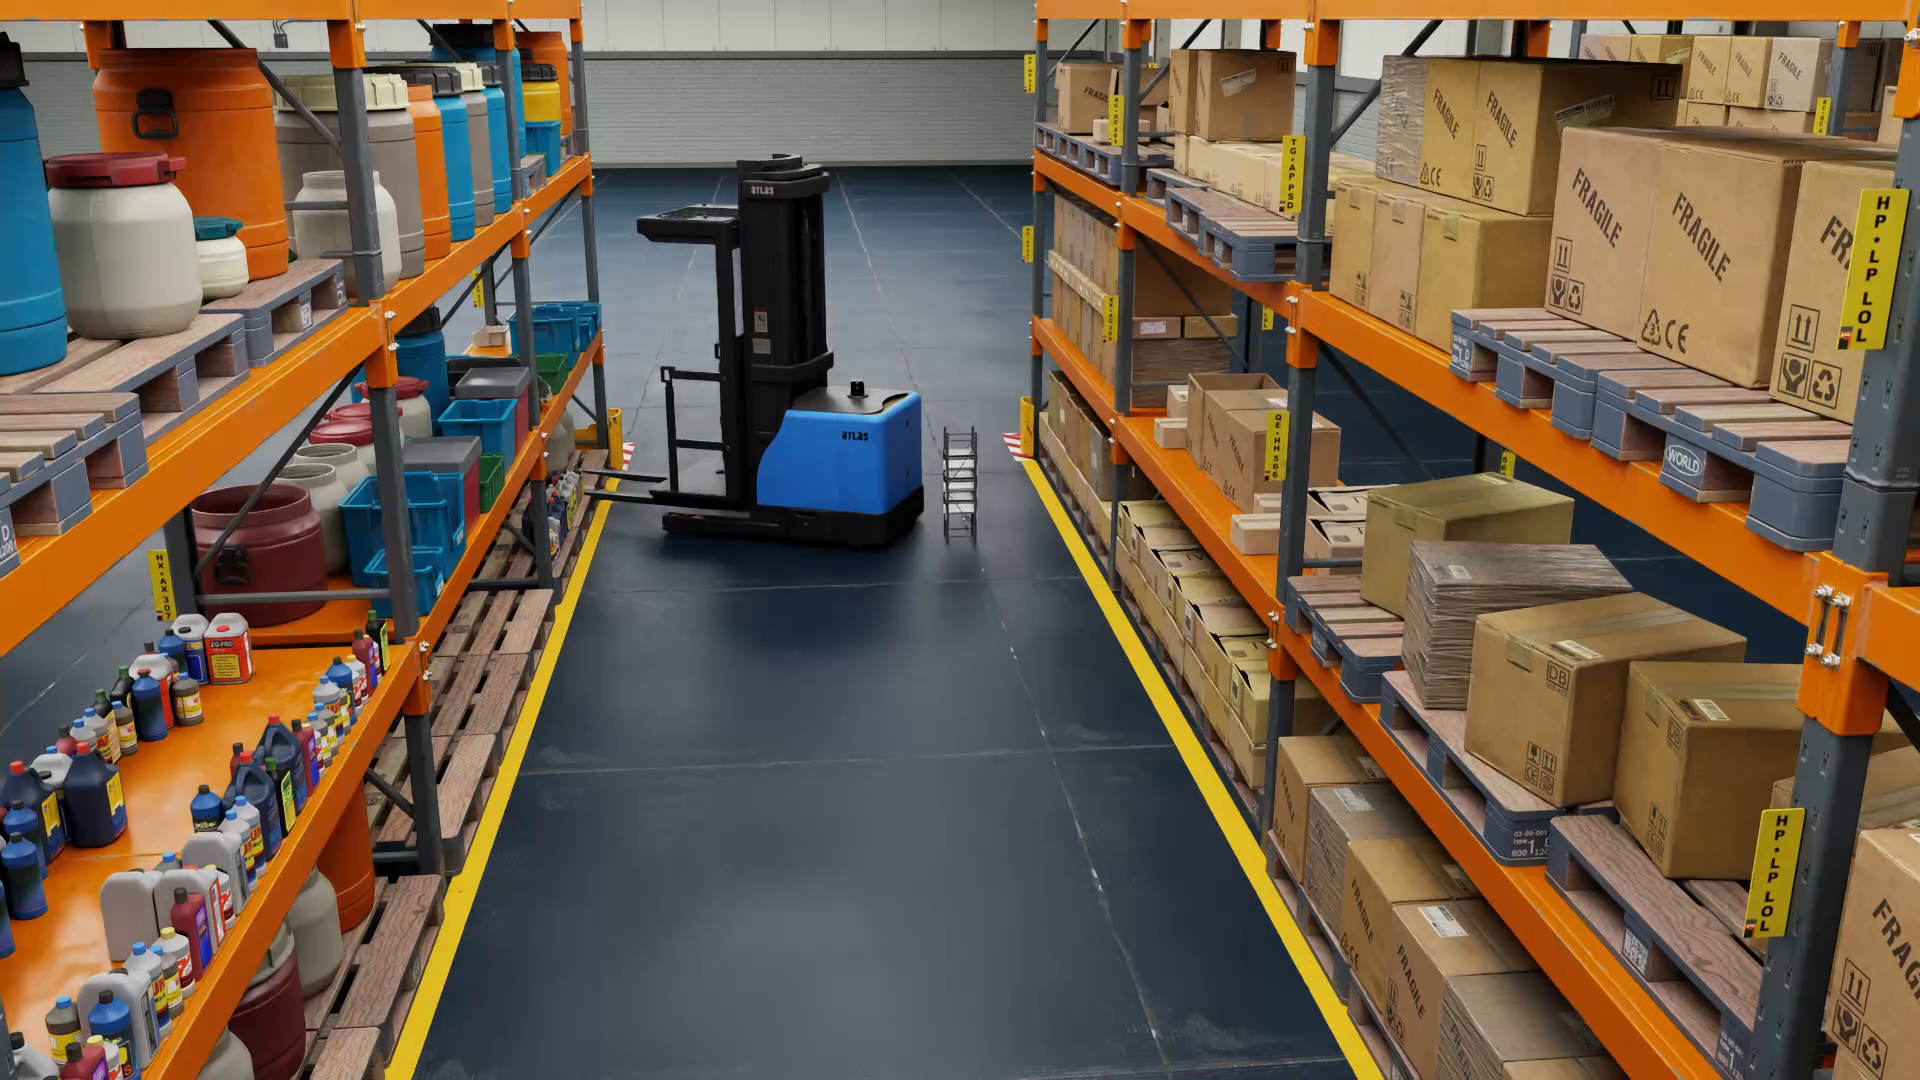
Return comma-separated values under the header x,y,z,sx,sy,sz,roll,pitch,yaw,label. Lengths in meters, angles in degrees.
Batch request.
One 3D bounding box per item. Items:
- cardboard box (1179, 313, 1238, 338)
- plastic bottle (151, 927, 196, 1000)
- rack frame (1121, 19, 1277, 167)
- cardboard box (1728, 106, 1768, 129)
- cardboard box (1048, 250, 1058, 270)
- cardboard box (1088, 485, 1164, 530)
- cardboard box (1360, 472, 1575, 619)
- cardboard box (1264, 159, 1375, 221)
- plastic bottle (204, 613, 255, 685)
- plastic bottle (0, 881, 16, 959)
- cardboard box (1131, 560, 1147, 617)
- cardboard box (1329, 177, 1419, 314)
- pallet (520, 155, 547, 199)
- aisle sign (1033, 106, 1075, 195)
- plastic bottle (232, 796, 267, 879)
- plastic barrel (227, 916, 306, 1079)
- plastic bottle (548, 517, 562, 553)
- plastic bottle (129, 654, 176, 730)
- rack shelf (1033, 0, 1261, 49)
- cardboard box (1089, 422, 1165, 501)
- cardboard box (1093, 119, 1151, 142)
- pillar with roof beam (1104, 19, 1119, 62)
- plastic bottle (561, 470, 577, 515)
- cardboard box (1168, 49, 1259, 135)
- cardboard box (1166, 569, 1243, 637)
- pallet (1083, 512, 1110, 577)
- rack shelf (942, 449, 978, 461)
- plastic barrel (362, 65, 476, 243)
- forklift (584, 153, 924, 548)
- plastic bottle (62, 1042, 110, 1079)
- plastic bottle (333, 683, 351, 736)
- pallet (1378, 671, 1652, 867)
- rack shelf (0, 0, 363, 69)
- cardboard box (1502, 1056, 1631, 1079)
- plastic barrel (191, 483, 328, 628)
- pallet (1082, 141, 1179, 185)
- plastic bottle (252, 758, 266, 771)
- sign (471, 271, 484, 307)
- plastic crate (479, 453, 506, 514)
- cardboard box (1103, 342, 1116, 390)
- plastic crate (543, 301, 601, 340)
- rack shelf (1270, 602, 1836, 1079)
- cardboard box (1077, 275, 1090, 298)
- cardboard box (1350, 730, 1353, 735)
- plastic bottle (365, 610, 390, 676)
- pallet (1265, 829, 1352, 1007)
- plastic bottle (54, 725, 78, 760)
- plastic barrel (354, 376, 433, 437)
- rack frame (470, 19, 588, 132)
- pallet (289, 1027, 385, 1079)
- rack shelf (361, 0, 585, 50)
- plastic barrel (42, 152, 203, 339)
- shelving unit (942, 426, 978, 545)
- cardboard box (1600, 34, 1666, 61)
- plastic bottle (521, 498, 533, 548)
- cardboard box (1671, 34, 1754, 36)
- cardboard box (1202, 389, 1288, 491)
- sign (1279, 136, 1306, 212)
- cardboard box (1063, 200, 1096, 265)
x,y,z,sx,sy,sz,roll,pitch,yaw,label
1.752,-1.529,11.789,0.380,0.149,0.250,-2,18,-6,cardboard box
-2.226,1.193,4.702,0.097,0.201,0.097,0,17,0,plastic bottle
1.587,-3.948,10.728,1.000,3.000,0.127,-2,18,-6,rack frame
6.177,-3.022,12.587,0.500,0.500,0.500,-3,18,-10,cardboard box
1.001,-2.511,14.917,0.380,0.149,0.250,-2,18,-6,cardboard box
1.280,-0.255,12.870,0.500,0.250,0.500,-2,18,-6,cardboard box
2.177,0.042,7.166,0.700,0.500,0.500,-8,19,-24,cardboard box
1.825,-1.743,8.262,0.500,0.250,0.500,-1,17,-4,cardboard box
-3.053,0.452,6.938,0.152,0.276,0.135,-2,18,-6,plastic bottle
-2.859,1.095,4.895,0.097,0.271,0.097,0,17,0,plastic bottle
1.434,0.306,11.083,0.500,0.250,0.500,-1,17,-4,cardboard box
2.078,-1.244,6.956,0.910,0.500,0.500,-2,18,-6,cardboard box
-3.512,-2.487,11.397,1.213,0.211,1.003,-2,18,-6,pallet
0.863,-3.528,15.066,0.394,0.787,0.004,-2,18,-6,aisle sign
-2.298,0.952,5.351,0.097,0.271,0.097,0,17,0,plastic bottle
-2.744,1.690,6.111,0.600,0.588,0.708,-2,18,-6,plastic barrel
-2.998,-0.048,12.135,0.152,0.276,0.135,-1,17,-4,plastic bottle
-3.157,0.594,6.484,0.152,0.276,0.135,-2,18,-6,plastic bottle
1.381,-4.010,12.794,1.077,0.370,4.000,-2,18,-6,rack shelf
1.282,-0.612,12.758,0.500,0.500,0.500,-2,18,-6,cardboard box
1.191,-3.015,12.249,0.380,0.149,0.250,-2,18,-6,cardboard box
-0.342,-13.917,42.482,9.100,9.000,0.400,-2,18,-6,pillar with roof beam
-3.093,-0.371,13.040,0.144,0.351,0.185,-1,17,-3,plastic bottle
1.611,-2.818,10.435,0.500,0.500,0.500,-2,17,-5,cardboard box
1.542,0.347,10.016,0.500,0.311,0.500,-1,17,-4,cardboard box
1.547,0.007,12.803,1.003,0.211,1.213,-2,18,-6,pallet
0.001,-0.653,12.964,0.258,0.077,0.200,-2,18,-6,rack shelf
-2.937,-2.069,8.916,0.600,0.901,0.708,-2,18,-6,plastic barrel
-1.874,-1.569,13.281,3.031,2.935,1.130,5,18,16,forklift
-2.142,1.343,4.085,0.061,0.283,0.133,-2,18,-6,plastic bottle
-2.414,0.651,6.427,0.097,0.201,0.097,0,17,0,plastic bottle
2.205,0.777,6.014,1.003,0.211,1.213,-2,18,-6,pallet
-2.721,-1.474,4.718,1.077,0.370,4.000,-2,18,-6,rack shelf
2.034,1.995,5.253,0.500,0.500,0.500,-2,18,-5,cardboard box
-3.277,0.064,7.737,0.600,0.536,0.708,-2,18,-6,plastic barrel
1.473,-2.728,11.998,1.003,0.211,1.213,-2,18,-6,pallet
-2.371,0.858,5.630,0.061,0.283,0.133,-2,18,-6,plastic bottle
-4.300,-2.242,14.847,0.100,0.325,0.005,-2,18,-6,sign
-2.880,-0.322,9.550,0.450,0.188,0.662,-2,18,-6,plastic crate
1.474,-1.422,12.532,0.700,0.500,0.500,-2,18,-6,cardboard box
-3.404,-1.914,14.516,0.499,0.251,0.616,-2,18,-6,plastic crate
2.206,1.045,6.040,1.077,0.370,4.000,-2,18,-6,rack shelf
1.158,-2.053,13.458,0.380,0.149,0.250,-2,18,-5,cardboard box
2.238,1.053,8.706,0.500,0.250,0.500,-2,18,-6,cardboard box
-2.462,0.421,7.022,0.061,0.283,0.133,-2,18,-6,plastic bottle
2.039,1.660,7.536,1.003,0.211,1.213,-2,18,-6,pallet
-3.131,0.798,5.821,0.061,0.283,0.133,-2,18,-6,plastic bottle
-3.460,-0.707,10.193,0.433,0.535,0.433,0,17,0,plastic barrel
-3.753,-4.988,14.040,1.000,3.000,0.127,-2,18,-6,rack frame
-2.682,2.185,5.865,1.003,0.211,1.213,-2,18,-6,pallet
-3.547,-3.858,12.310,1.077,0.370,4.000,-2,18,-6,rack shelf
-2.595,-0.915,5.147,0.433,0.535,0.433,0,17,0,plastic barrel
0.001,-0.427,13.035,0.258,0.900,0.210,-2,18,-6,shelving unit
5.901,-4.123,14.426,0.500,0.500,0.500,-2,18,-6,cardboard box
-3.154,-0.128,12.266,0.144,0.351,0.185,-2,18,-6,plastic bottle
6.473,-4.114,14.397,0.500,0.500,0.500,-1,17,-2,cardboard box
1.756,-0.598,9.906,0.500,0.500,0.500,-2,18,-6,cardboard box
1.447,-1.595,7.245,0.100,0.325,0.005,-2,18,-6,sign
1.275,-2.632,14.220,0.700,0.500,0.500,-2,18,-7,cardboard box
